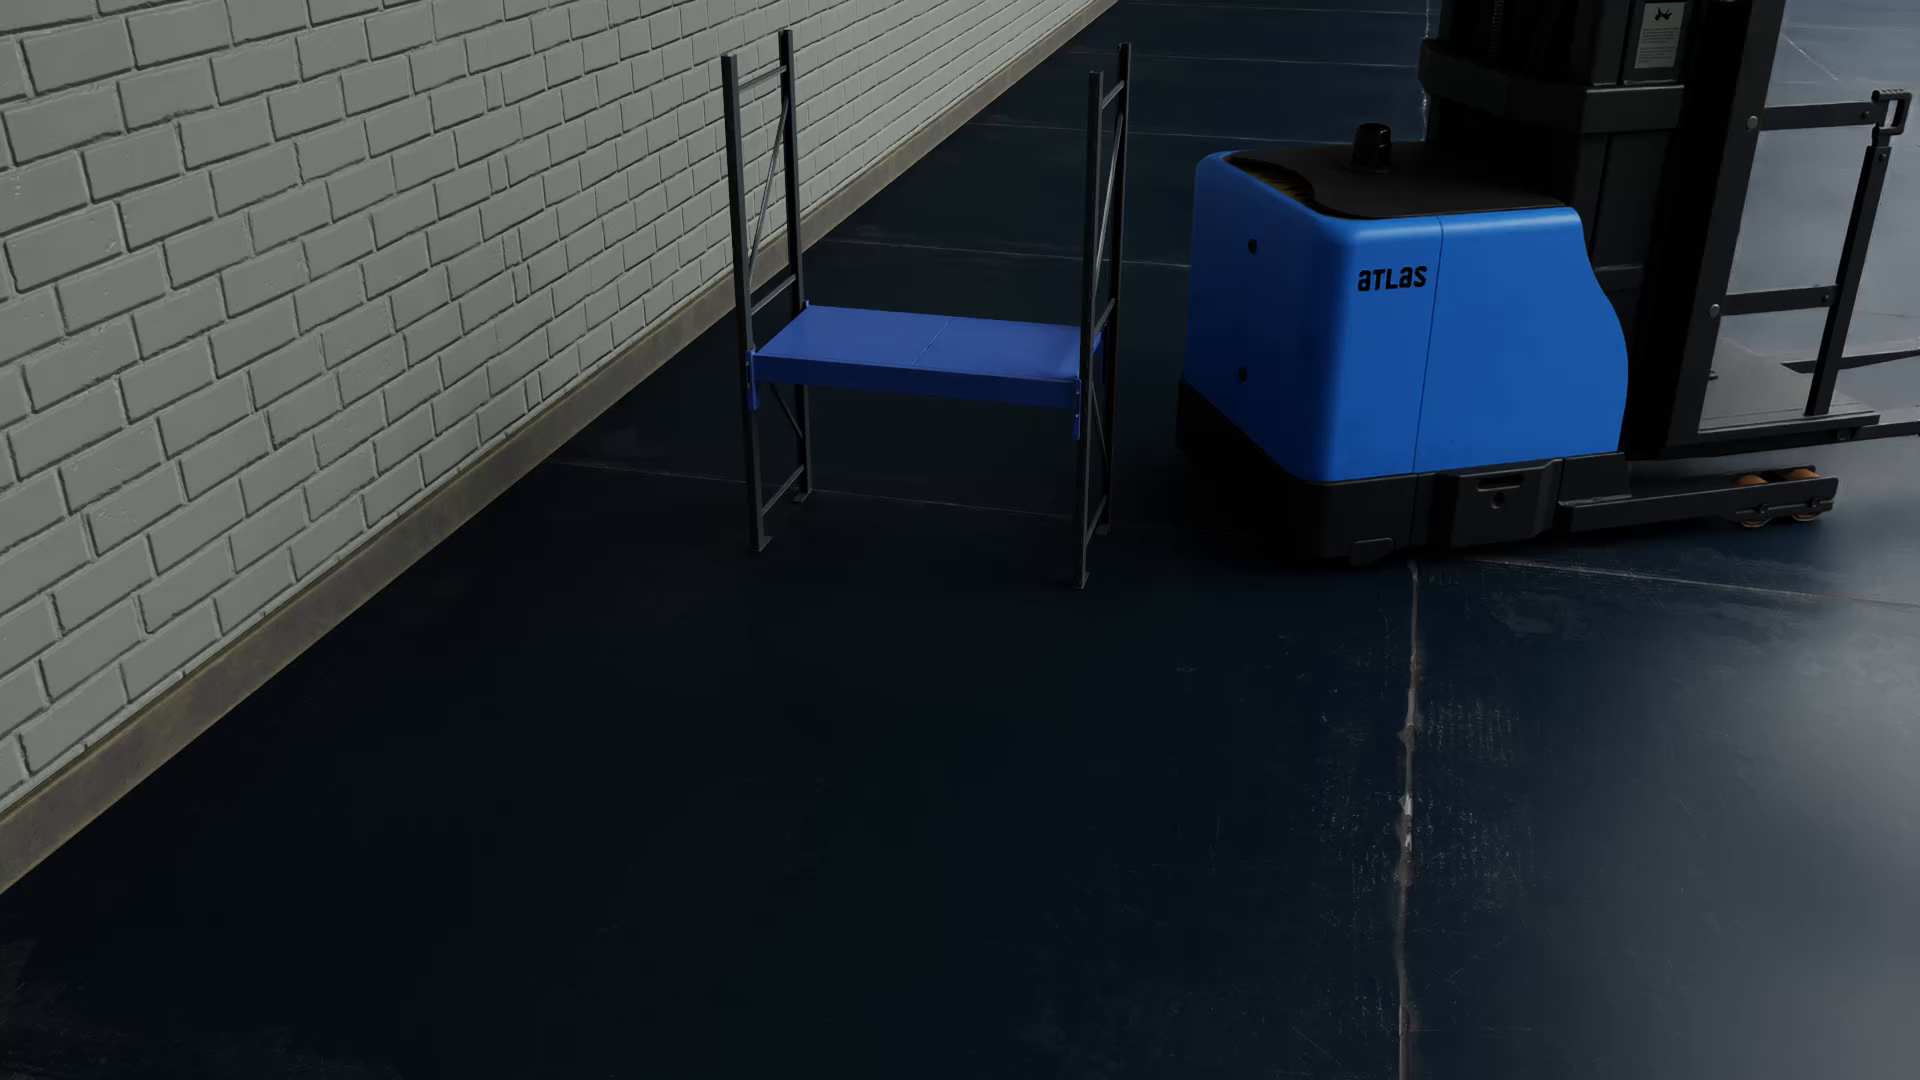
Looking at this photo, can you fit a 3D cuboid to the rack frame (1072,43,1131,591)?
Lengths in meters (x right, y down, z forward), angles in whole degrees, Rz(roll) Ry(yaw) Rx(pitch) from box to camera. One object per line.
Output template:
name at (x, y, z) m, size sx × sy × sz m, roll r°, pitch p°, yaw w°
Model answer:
rack frame at (0.410, -0.632, 4.832) m, size 0.032 × 1.500 × 0.500 m, roll 6°, pitch 26°, yaw 13°

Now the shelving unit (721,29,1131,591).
shelving unit at (-0.083, -0.686, 4.947) m, size 1.048 × 1.500 × 0.538 m, roll 6°, pitch 26°, yaw 13°

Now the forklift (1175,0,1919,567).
forklift at (2.325, -1.574, 5.147) m, size 3.031 × 2.935 × 1.130 m, roll -6°, pitch 26°, yaw -13°

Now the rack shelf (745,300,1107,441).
rack shelf at (-0.083, -0.524, 5.024) m, size 1.000 × 0.185 × 0.538 m, roll 6°, pitch 26°, yaw 13°

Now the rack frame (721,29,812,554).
rack frame at (-0.575, -0.741, 5.061) m, size 0.032 × 1.500 × 0.500 m, roll 6°, pitch 26°, yaw 13°
